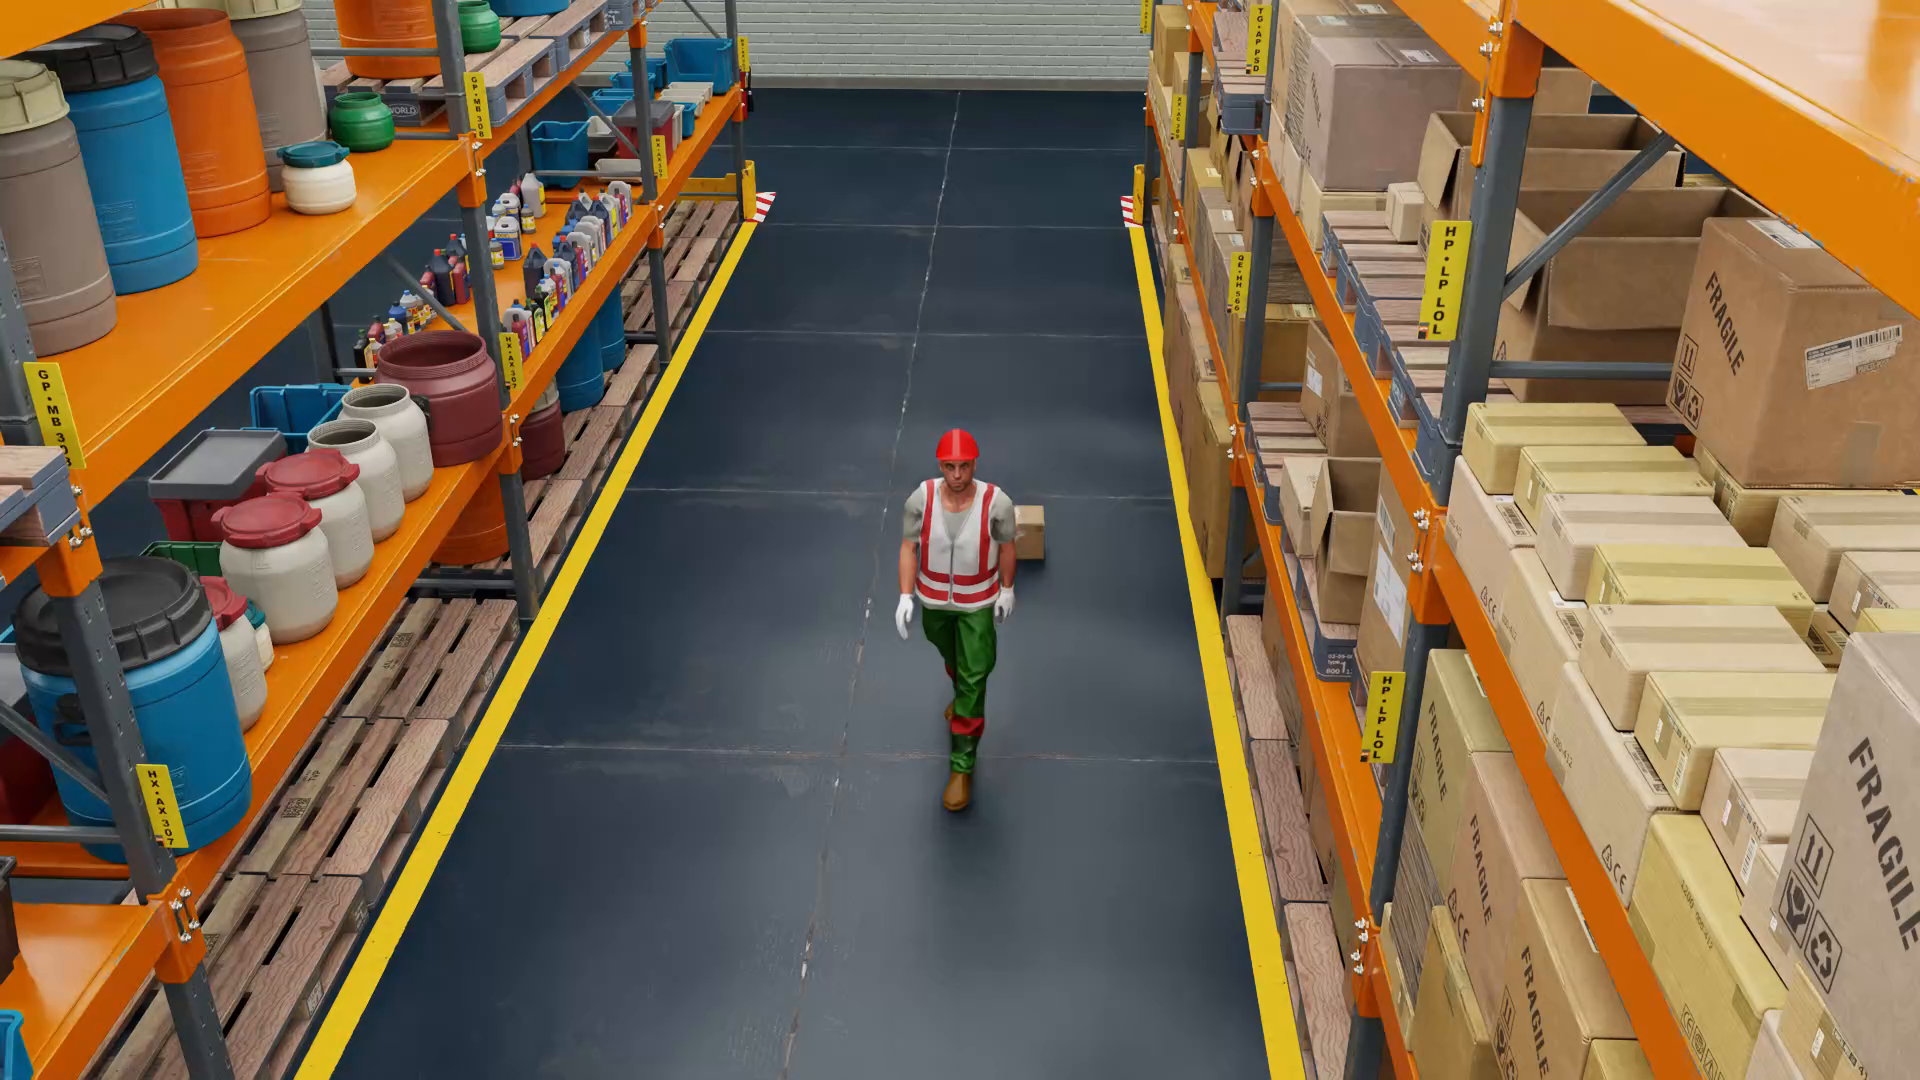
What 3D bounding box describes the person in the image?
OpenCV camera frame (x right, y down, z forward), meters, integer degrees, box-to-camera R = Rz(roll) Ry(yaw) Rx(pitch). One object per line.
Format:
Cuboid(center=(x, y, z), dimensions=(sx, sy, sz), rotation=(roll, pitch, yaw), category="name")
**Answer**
Cuboid(center=(-0.034, 0.303, 7.974), dimensions=(0.540, 1.724, 1.035), rotation=(6, 28, 11), category="person")
